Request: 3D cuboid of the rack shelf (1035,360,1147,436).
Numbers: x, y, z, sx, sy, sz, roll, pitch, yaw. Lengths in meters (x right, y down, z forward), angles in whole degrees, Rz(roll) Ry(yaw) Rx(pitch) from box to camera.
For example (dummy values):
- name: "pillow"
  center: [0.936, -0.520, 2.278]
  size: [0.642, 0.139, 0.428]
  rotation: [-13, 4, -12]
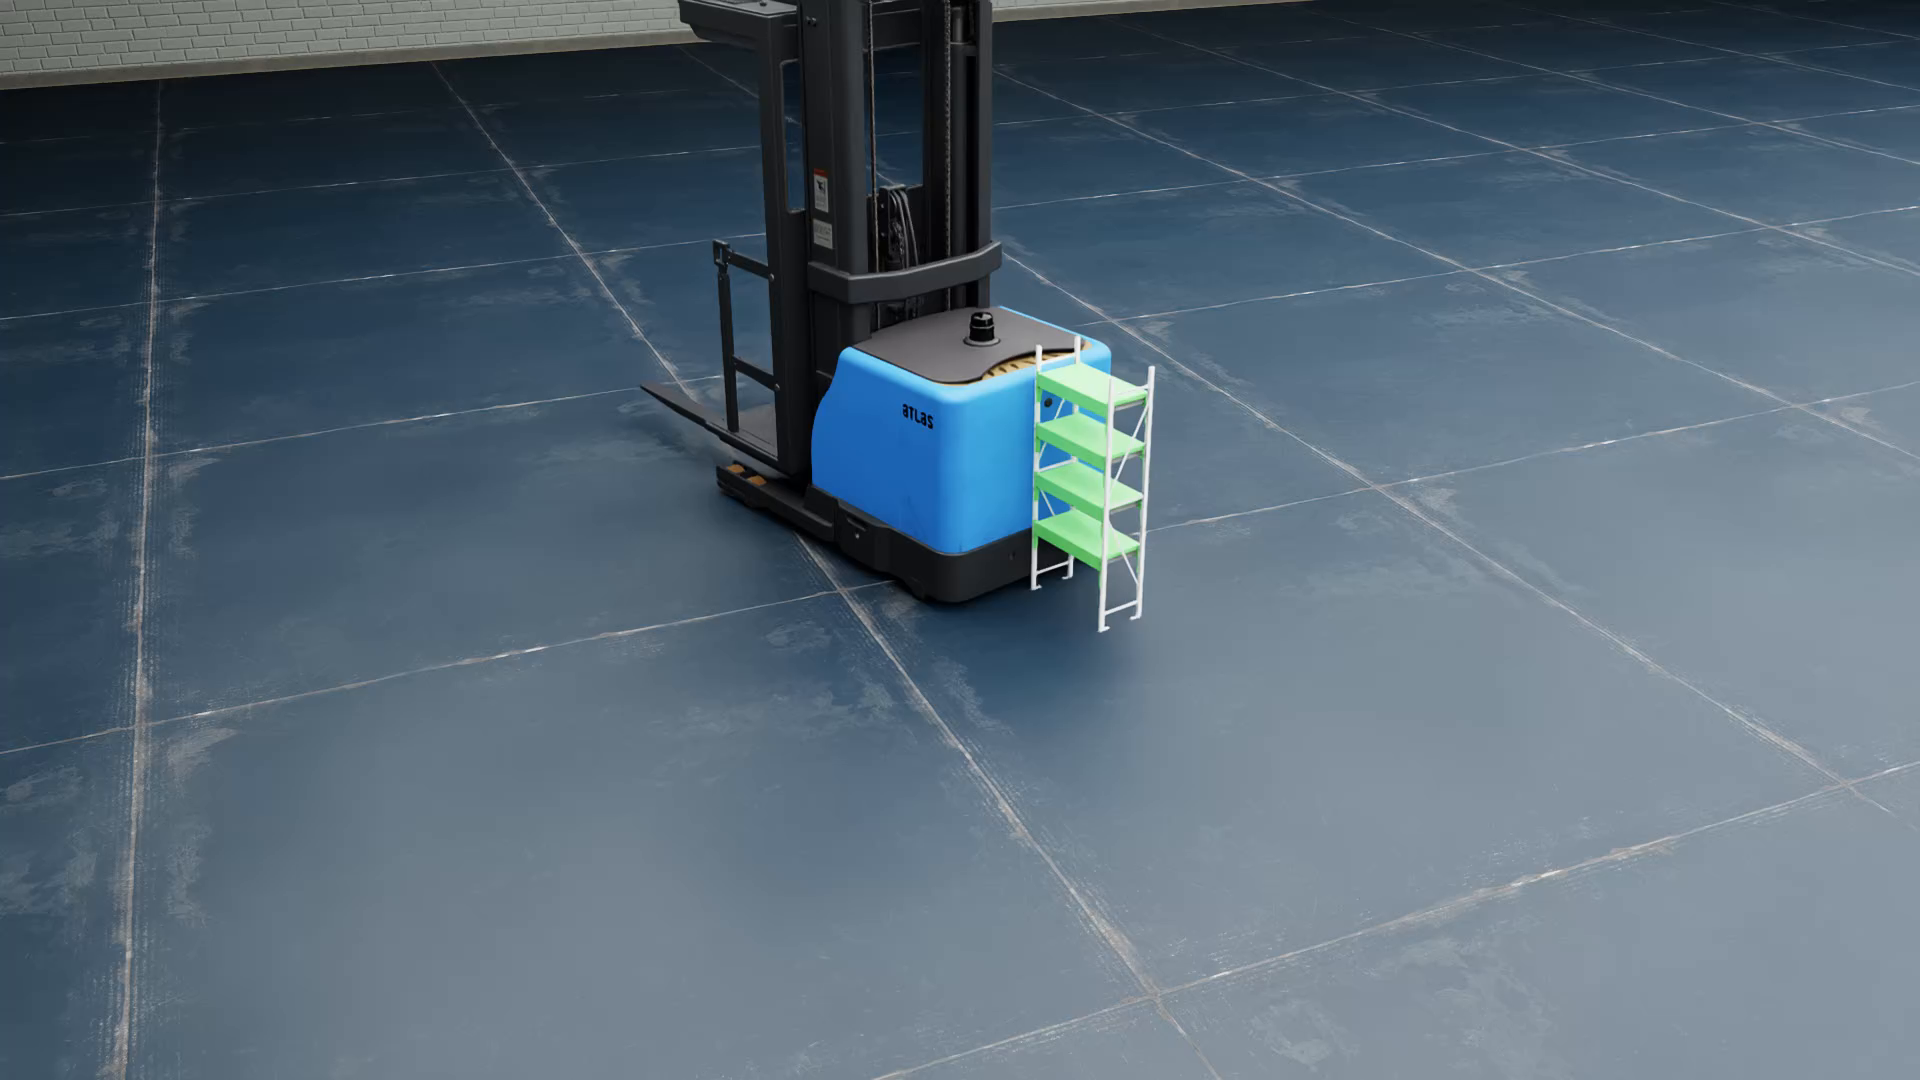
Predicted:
- name: "rack shelf"
  center: [0.575, -0.622, 7.208]
  size: [0.258, 0.148, 0.480]
  rotation: [-18, 31, -32]

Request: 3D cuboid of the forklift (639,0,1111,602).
- name: "forklift"
  center: [-0.620, -1.607, 8.201]
  size: [1.130, 2.935, 3.031]
  rotation: [-20, 33, -35]

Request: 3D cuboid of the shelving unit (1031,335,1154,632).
- name: "shelving unit"
  center: [0.575, -0.248, 7.391]
  size: [0.258, 1.200, 0.503]
  rotation: [-18, 31, -32]

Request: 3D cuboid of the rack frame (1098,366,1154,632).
- name: "rack frame"
  center: [0.718, -0.161, 7.213]
  size: [0.240, 1.200, 0.015]
  rotation: [-18, 31, -32]

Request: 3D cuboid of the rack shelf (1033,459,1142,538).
- name: "rack shelf"
  center: [0.575, -0.191, 7.419]
  size: [0.258, 0.148, 0.480]
  rotation: [-18, 31, -32]

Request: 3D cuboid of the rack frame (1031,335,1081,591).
- name: "rack frame"
  center: [0.432, -0.335, 7.569]
  size: [0.240, 1.200, 0.015]
  rotation: [-18, 31, -32]

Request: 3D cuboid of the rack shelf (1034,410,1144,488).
- name: "rack shelf"
  center: [0.575, -0.406, 7.313]
  size: [0.258, 0.148, 0.480]
  rotation: [-18, 31, -32]

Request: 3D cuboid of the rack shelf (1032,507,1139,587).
- name: "rack shelf"
  center: [0.575, 0.025, 7.524]
  size: [0.258, 0.148, 0.480]
  rotation: [-18, 31, -32]
